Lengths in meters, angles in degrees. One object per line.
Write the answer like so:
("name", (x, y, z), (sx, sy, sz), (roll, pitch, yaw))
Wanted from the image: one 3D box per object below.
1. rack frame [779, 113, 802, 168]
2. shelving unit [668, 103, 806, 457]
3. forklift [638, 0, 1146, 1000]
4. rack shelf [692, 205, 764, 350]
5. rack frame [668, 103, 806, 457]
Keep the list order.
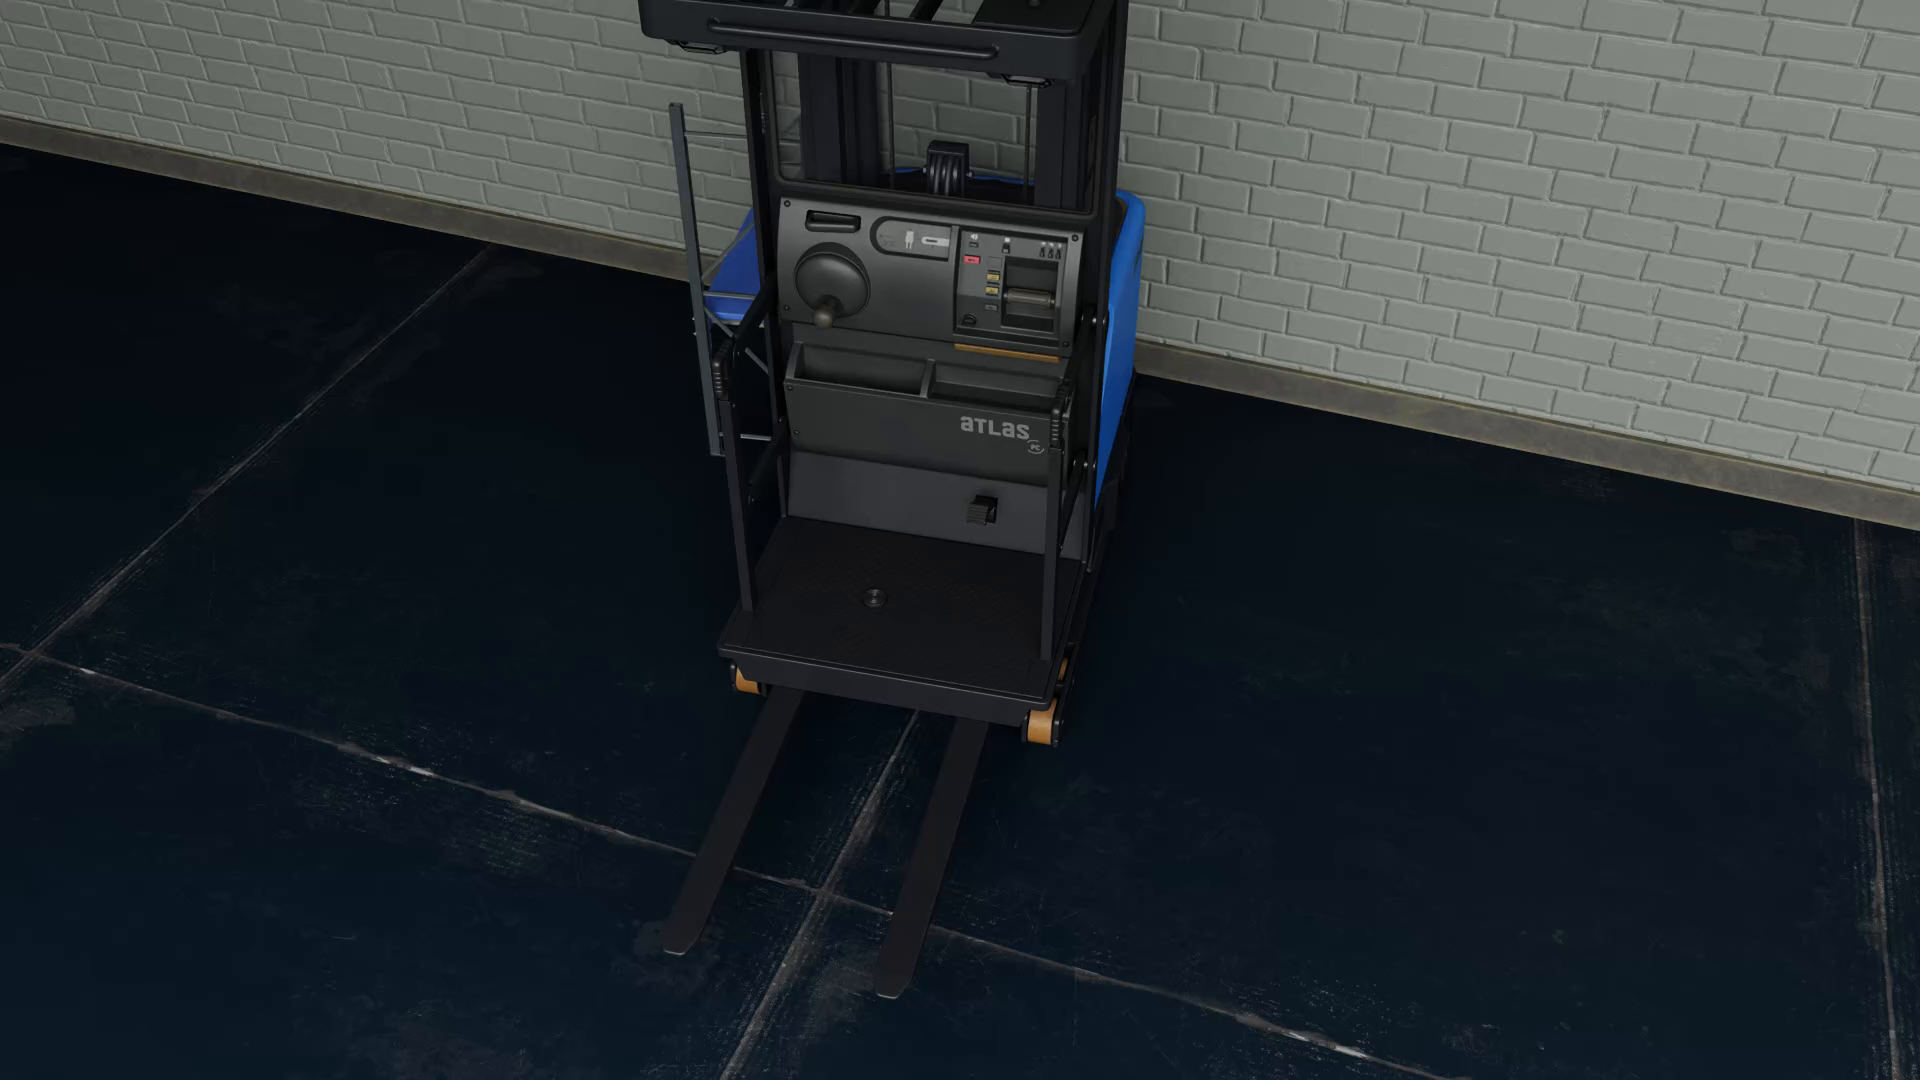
("rack frame", (-0.583, -1.543, 6.903), (0.500, 1.500, 0.032), (6, 41, 7))
("shelving unit", (-0.665, -1.218, 6.522), (0.538, 1.500, 1.048), (6, 41, 7))
("forklift", (-0.145, -0.719, 4.835), (1.130, 2.935, 3.031), (9, 41, 10))
("rack shelf", (-0.665, -1.081, 6.639), (0.538, 0.185, 1.000), (6, 41, 7))
("rack frame", (-0.747, -0.892, 6.140), (0.500, 1.500, 0.032), (6, 41, 7))
